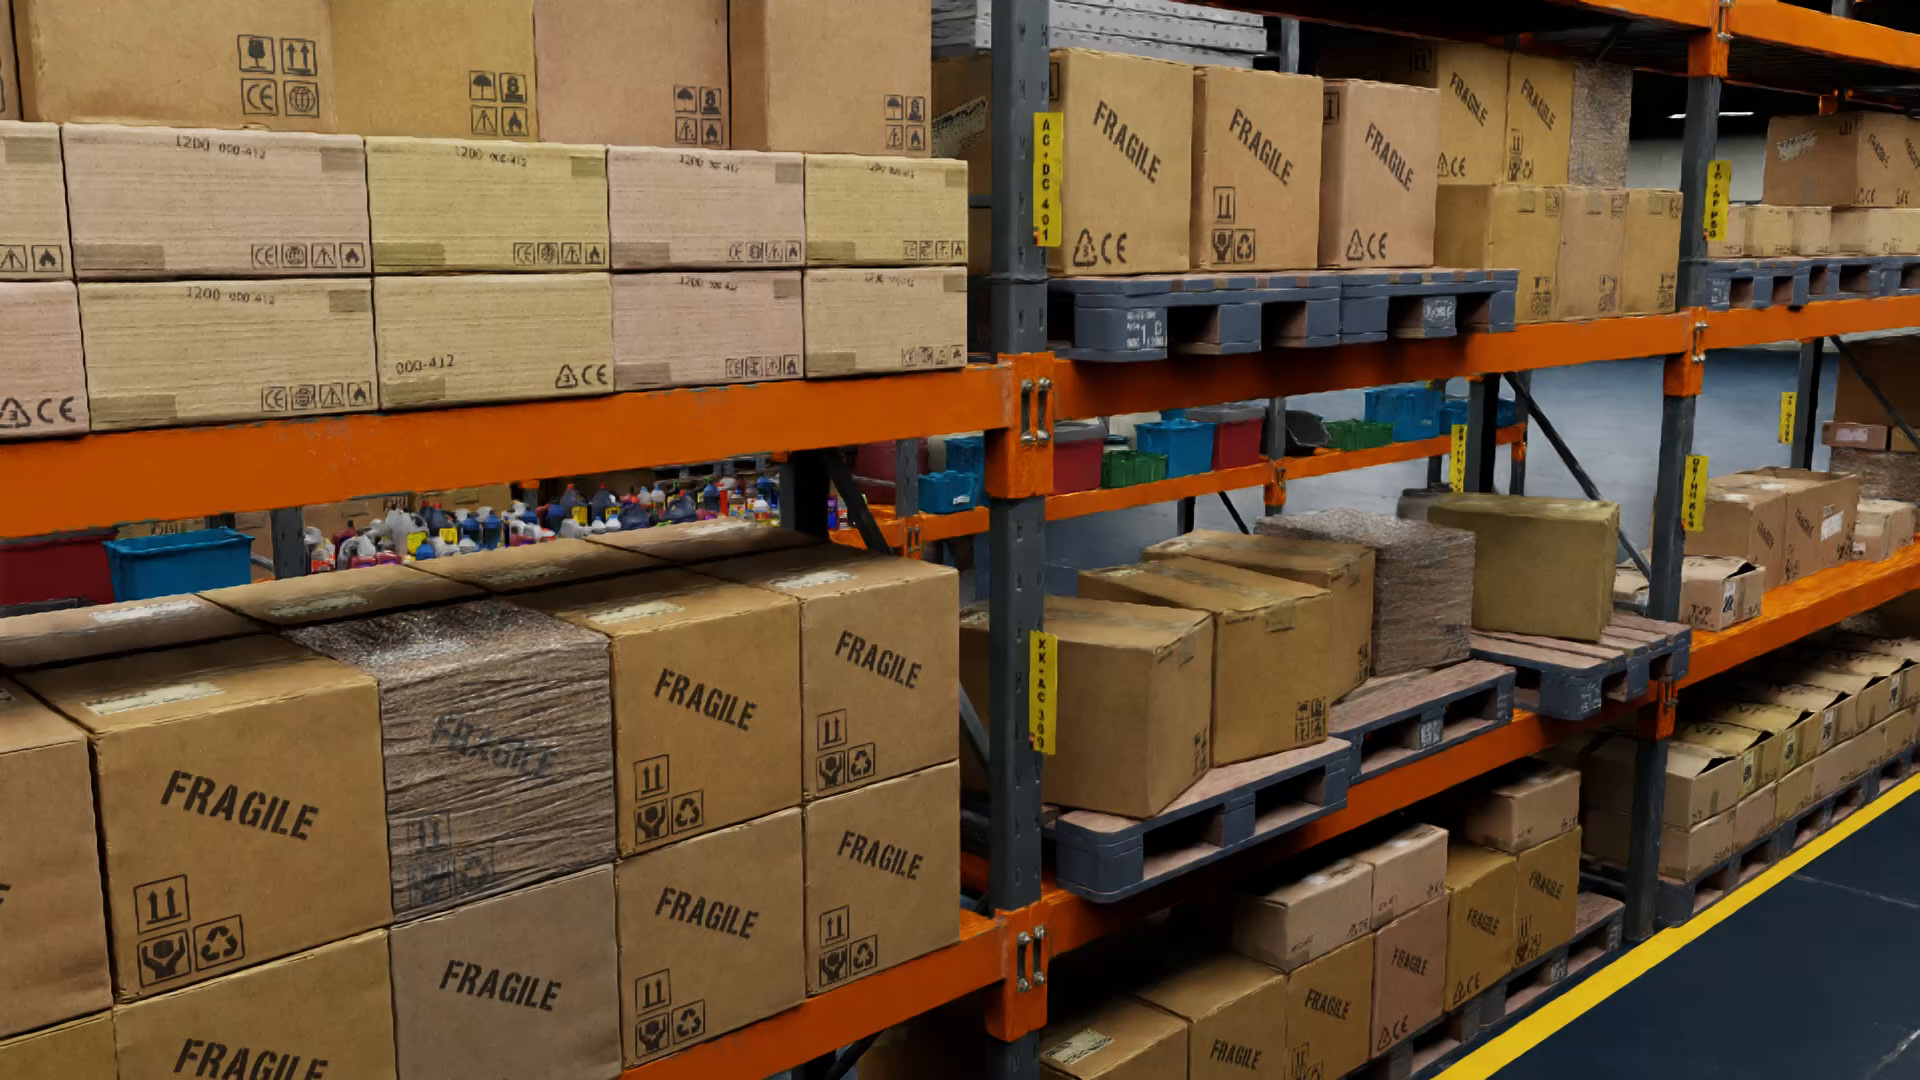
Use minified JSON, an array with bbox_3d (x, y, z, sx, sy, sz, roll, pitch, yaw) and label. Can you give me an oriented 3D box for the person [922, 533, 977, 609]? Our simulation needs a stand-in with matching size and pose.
[{"bbox_3d":[-0.081,-0.108,12.843,0.704,1.764,0.460,-2,11,-9],"label":"person"}]
